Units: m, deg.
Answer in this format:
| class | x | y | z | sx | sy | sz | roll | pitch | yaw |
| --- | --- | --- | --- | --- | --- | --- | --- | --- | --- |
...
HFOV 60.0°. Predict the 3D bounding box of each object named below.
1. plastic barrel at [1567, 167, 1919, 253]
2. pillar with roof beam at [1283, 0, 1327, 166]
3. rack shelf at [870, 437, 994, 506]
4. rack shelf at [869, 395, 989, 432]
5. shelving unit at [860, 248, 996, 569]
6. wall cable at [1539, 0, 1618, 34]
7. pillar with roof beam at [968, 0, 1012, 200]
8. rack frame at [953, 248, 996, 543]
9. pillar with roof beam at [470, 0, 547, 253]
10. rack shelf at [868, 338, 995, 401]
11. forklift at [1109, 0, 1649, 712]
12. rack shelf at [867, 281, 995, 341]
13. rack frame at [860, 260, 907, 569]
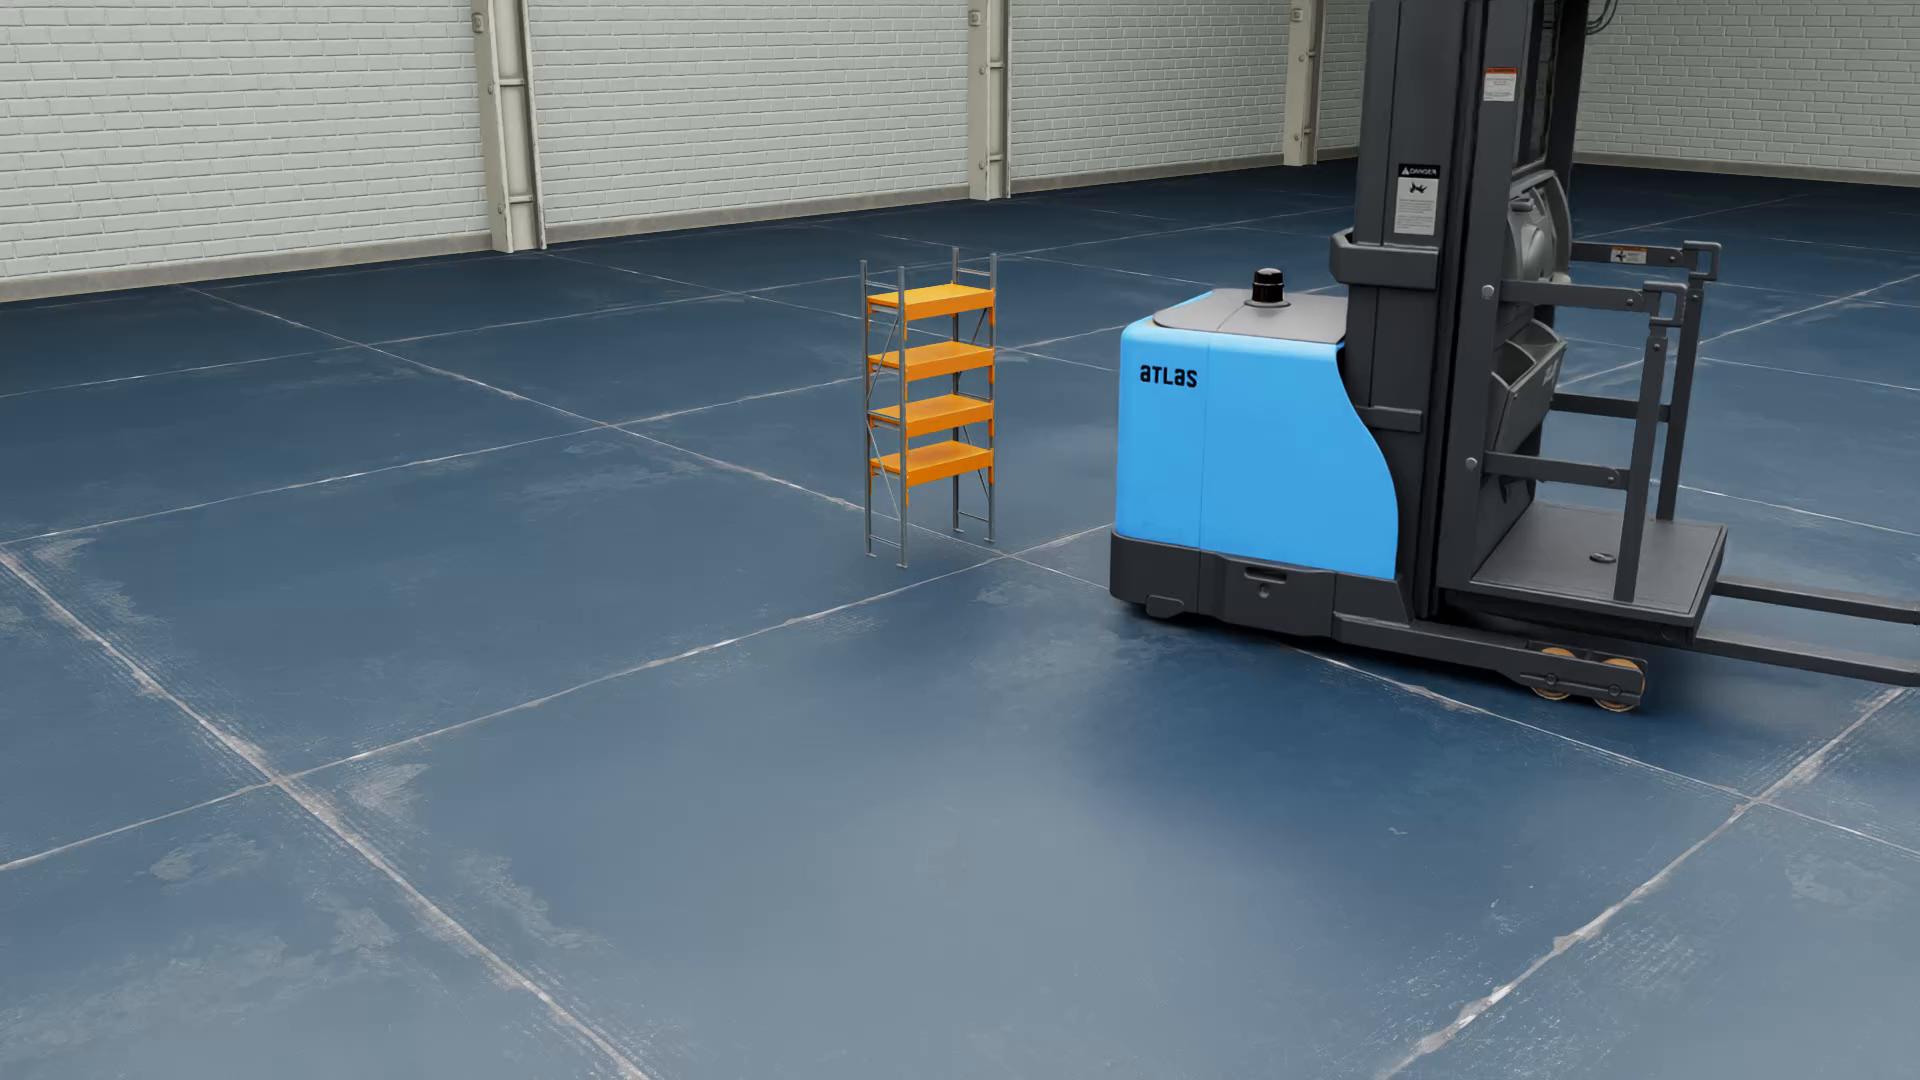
| class | x | y | z | sx | sy | sz | roll | pitch | yaw |
| --- | --- | --- | --- | --- | --- | --- | --- | --- | --- |
| plastic barrel | 1.336 | -0.769 | 3.357 | 38.471 | 3.701 | 17.930 | -16 | 24 | -41 |
| pillar with roof beam | 7.653 | -8.517 | 18.663 | 0.400 | 9.000 | 9.100 | -16 | 24 | -41 |
| rack shelf | -0.120 | -0.283 | 6.773 | 0.480 | 0.148 | 0.258 | -16 | 24 | -41 |
| rack shelf | -0.120 | -0.509 | 6.700 | 0.457 | 0.050 | 0.221 | -16 | 24 | -41 |
| shelving unit | -0.120 | -0.536 | 6.691 | 0.503 | 1.200 | 0.258 | -16 | 24 | -41 |
| wall cable | 7.745 | -8.333 | 23.129 | 0.112 | 2.526 | 3.097 | -16 | 24 | -41 |
| pillar with roof beam | 3.294 | -7.246 | 14.742 | 0.400 | 9.000 | 9.100 | -16 | 24 | -41 |
| rack frame | 0.057 | -0.587 | 6.851 | 0.015 | 1.200 | 0.240 | -16 | 24 | -41 |
| pillar with roof beam | -1.066 | -5.974 | 10.821 | 0.400 | 9.000 | 9.100 | -16 | 24 | -41 |
| rack shelf | -0.120 | -0.684 | 6.643 | 0.480 | 0.148 | 0.258 | -16 | 24 | -41 |
| forklift | 1.615 | -1.085 | 5.683 | 1.939 | 2.867 | 1.129 | 10 | 20 | 27 |
| rack shelf | -0.120 | -0.909 | 6.570 | 0.480 | 0.148 | 0.258 | -16 | 24 | -41 |
| rack frame | -0.298 | -0.484 | 6.532 | 0.015 | 1.200 | 0.240 | -16 | 24 | -41 |
